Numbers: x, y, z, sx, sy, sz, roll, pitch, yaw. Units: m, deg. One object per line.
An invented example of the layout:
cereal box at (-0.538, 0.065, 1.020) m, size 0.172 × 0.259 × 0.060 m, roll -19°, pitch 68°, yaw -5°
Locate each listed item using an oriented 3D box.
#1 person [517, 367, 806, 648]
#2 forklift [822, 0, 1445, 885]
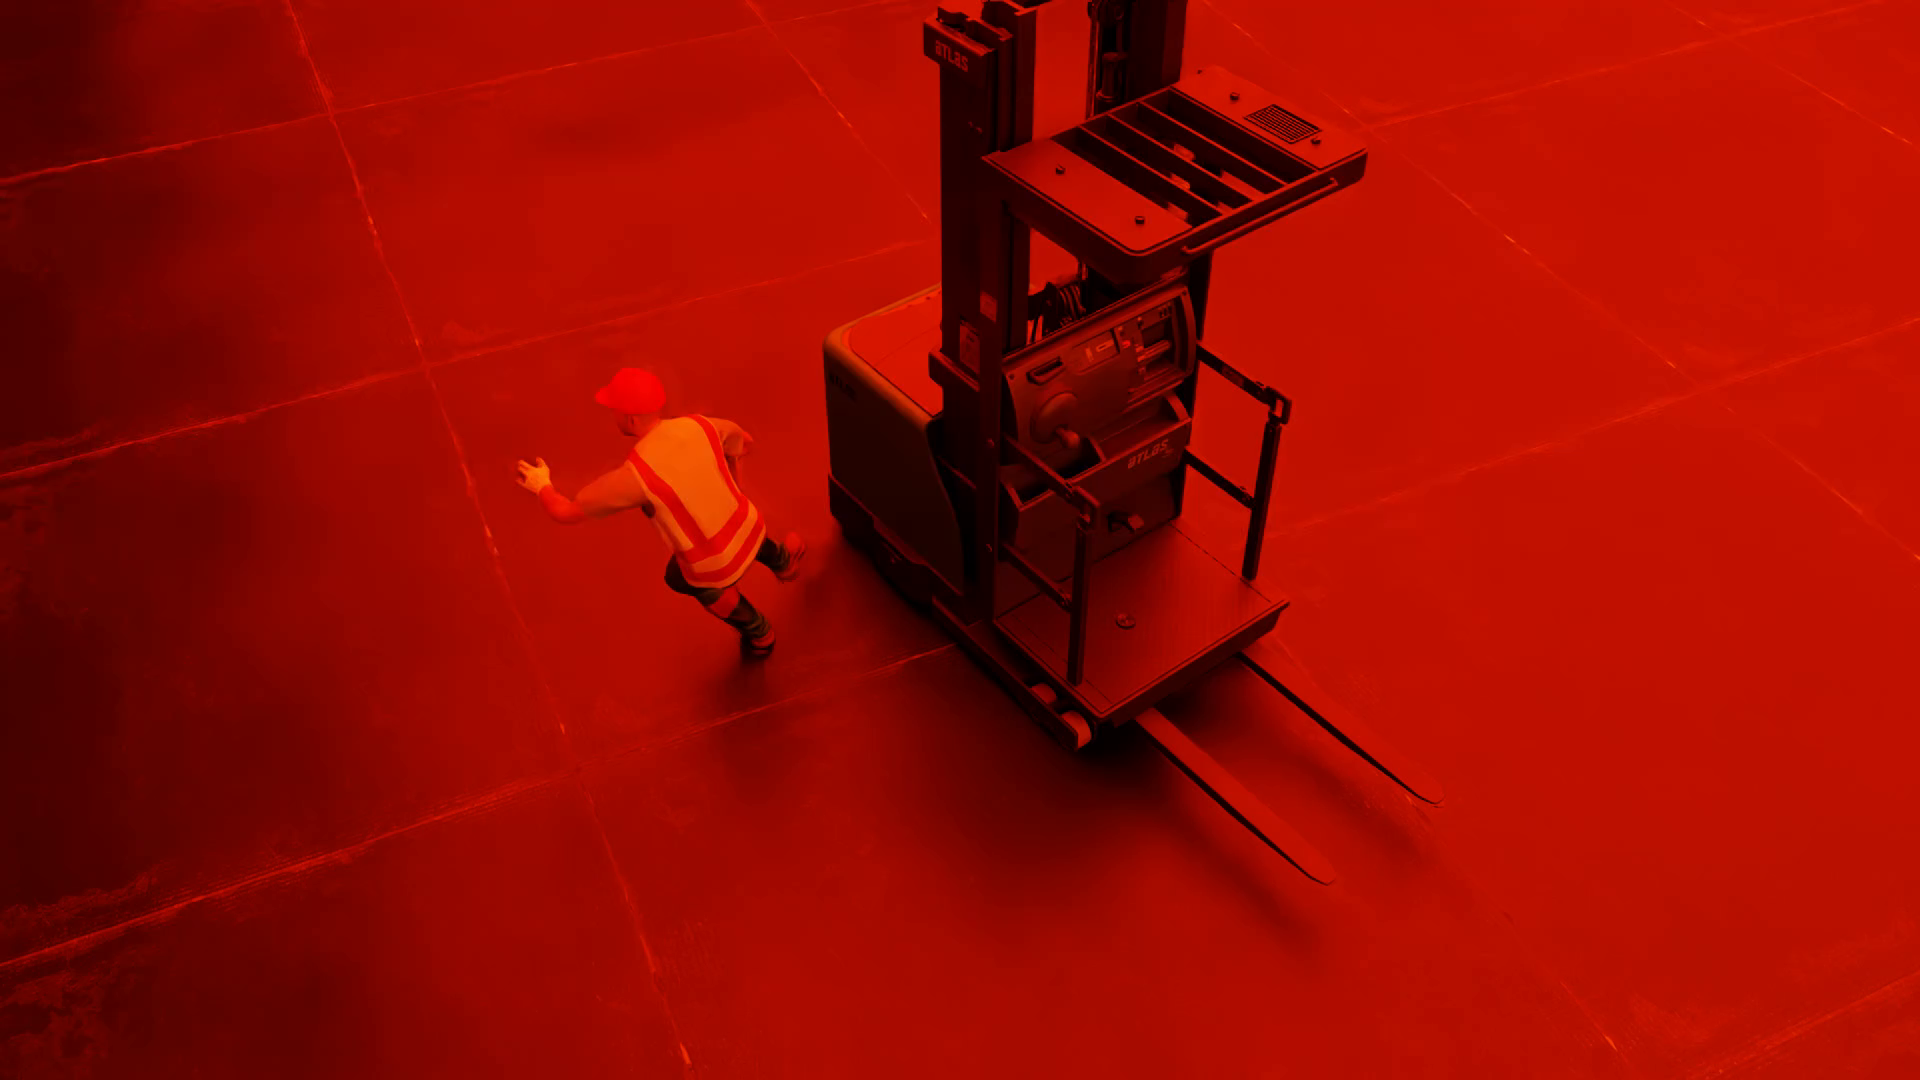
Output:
person at (-1.154, -0.169, 6.901) m, size 0.930 × 1.525 × 1.187 m, roll 22°, pitch 48°, yaw 22°
forklift at (0.686, -0.589, 6.311) m, size 1.130 × 2.935 × 3.031 m, roll -28°, pitch 50°, yaw -27°
